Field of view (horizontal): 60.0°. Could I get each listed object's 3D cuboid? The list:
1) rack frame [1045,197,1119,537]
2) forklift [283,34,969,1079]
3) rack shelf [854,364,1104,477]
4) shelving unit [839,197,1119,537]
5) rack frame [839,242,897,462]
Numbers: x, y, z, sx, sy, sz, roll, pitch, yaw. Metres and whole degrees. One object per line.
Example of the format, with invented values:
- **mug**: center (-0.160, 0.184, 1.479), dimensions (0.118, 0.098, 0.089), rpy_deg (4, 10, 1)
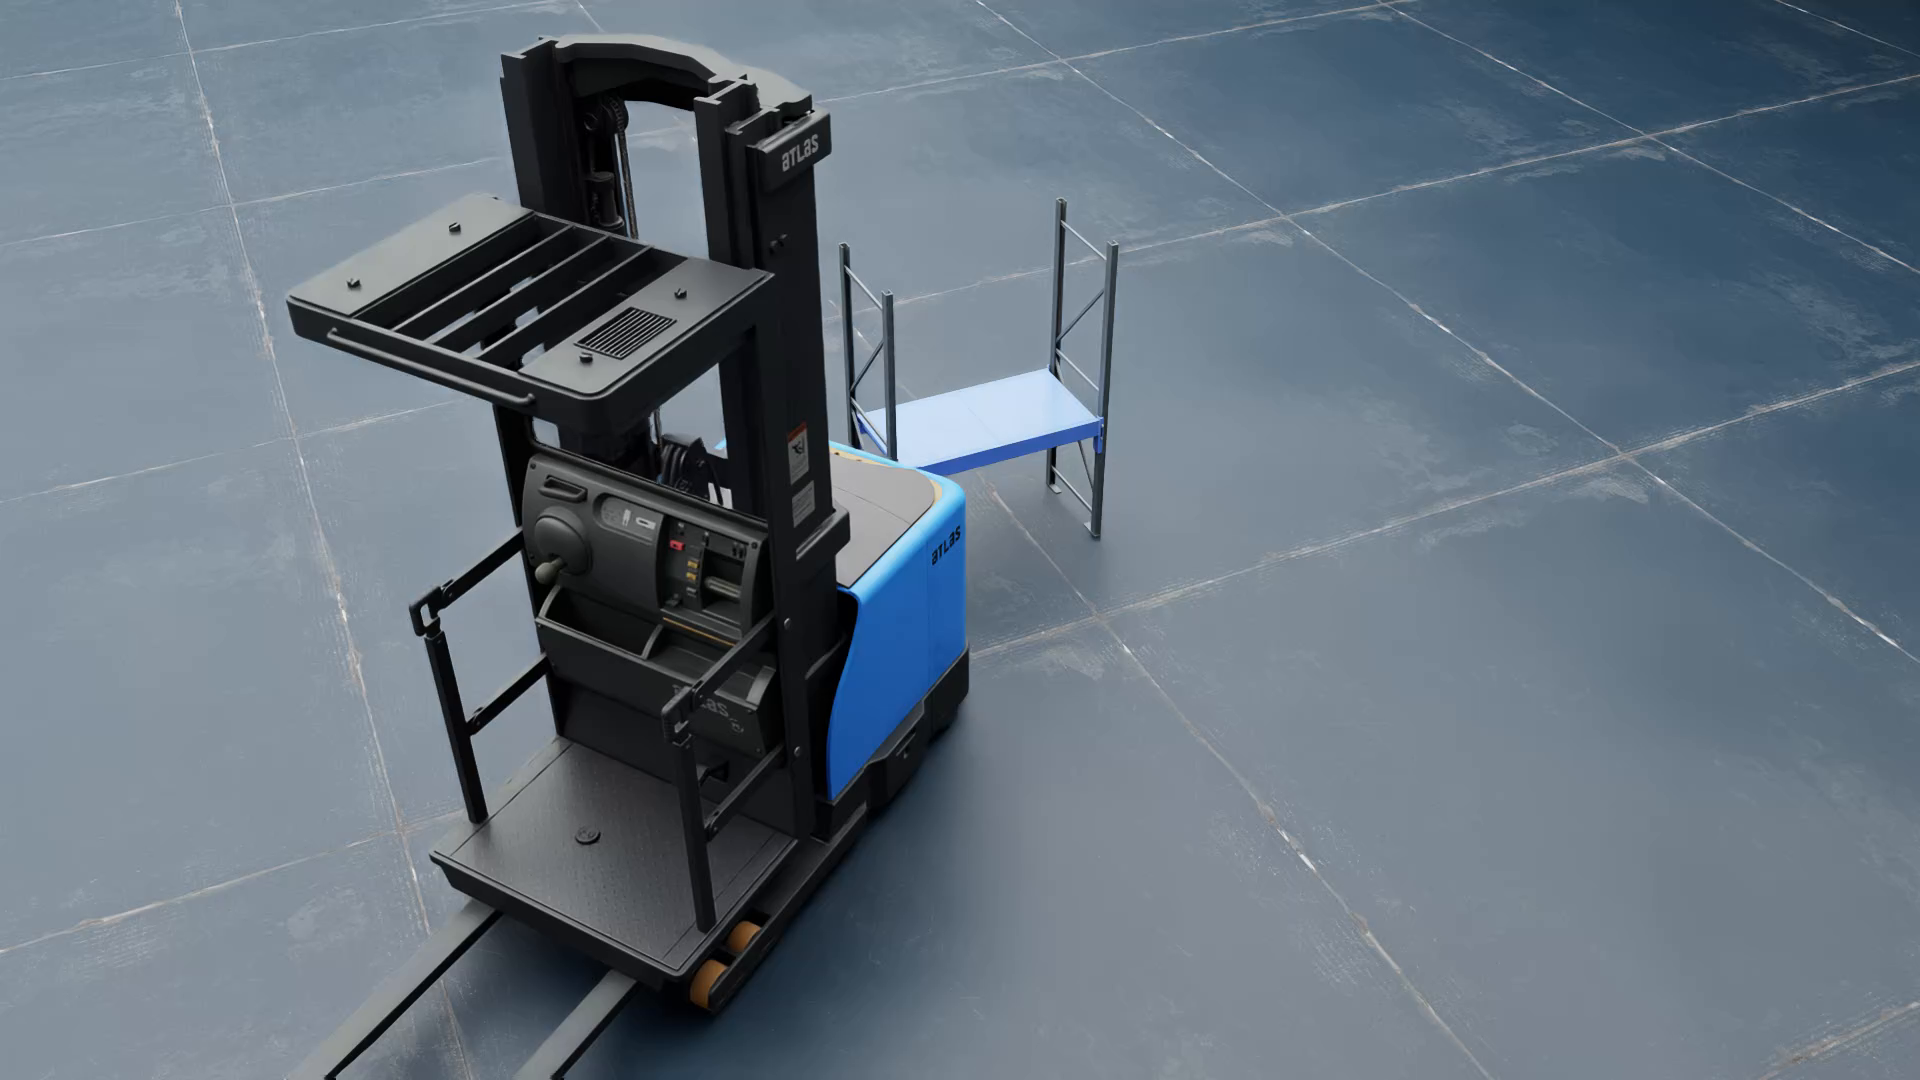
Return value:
- **rack frame**: center (0.537, -0.753, 7.506), dimensions (0.032, 1.500, 0.500), rpy_deg (-16, 39, -20)
- **forklift**: center (-1.127, 0.094, 5.162), dimensions (1.130, 2.935, 3.031), rpy_deg (19, 40, 23)
- **rack shelf**: center (0.077, -0.480, 7.439), dimensions (1.000, 0.185, 0.538), rpy_deg (-16, 39, -20)
- **shelving unit**: center (0.077, -0.624, 7.332), dimensions (1.048, 1.500, 0.538), rpy_deg (-16, 39, -20)
- **rack frame**: center (-0.383, -0.495, 7.159), dimensions (0.032, 1.500, 0.500), rpy_deg (-16, 39, -20)
